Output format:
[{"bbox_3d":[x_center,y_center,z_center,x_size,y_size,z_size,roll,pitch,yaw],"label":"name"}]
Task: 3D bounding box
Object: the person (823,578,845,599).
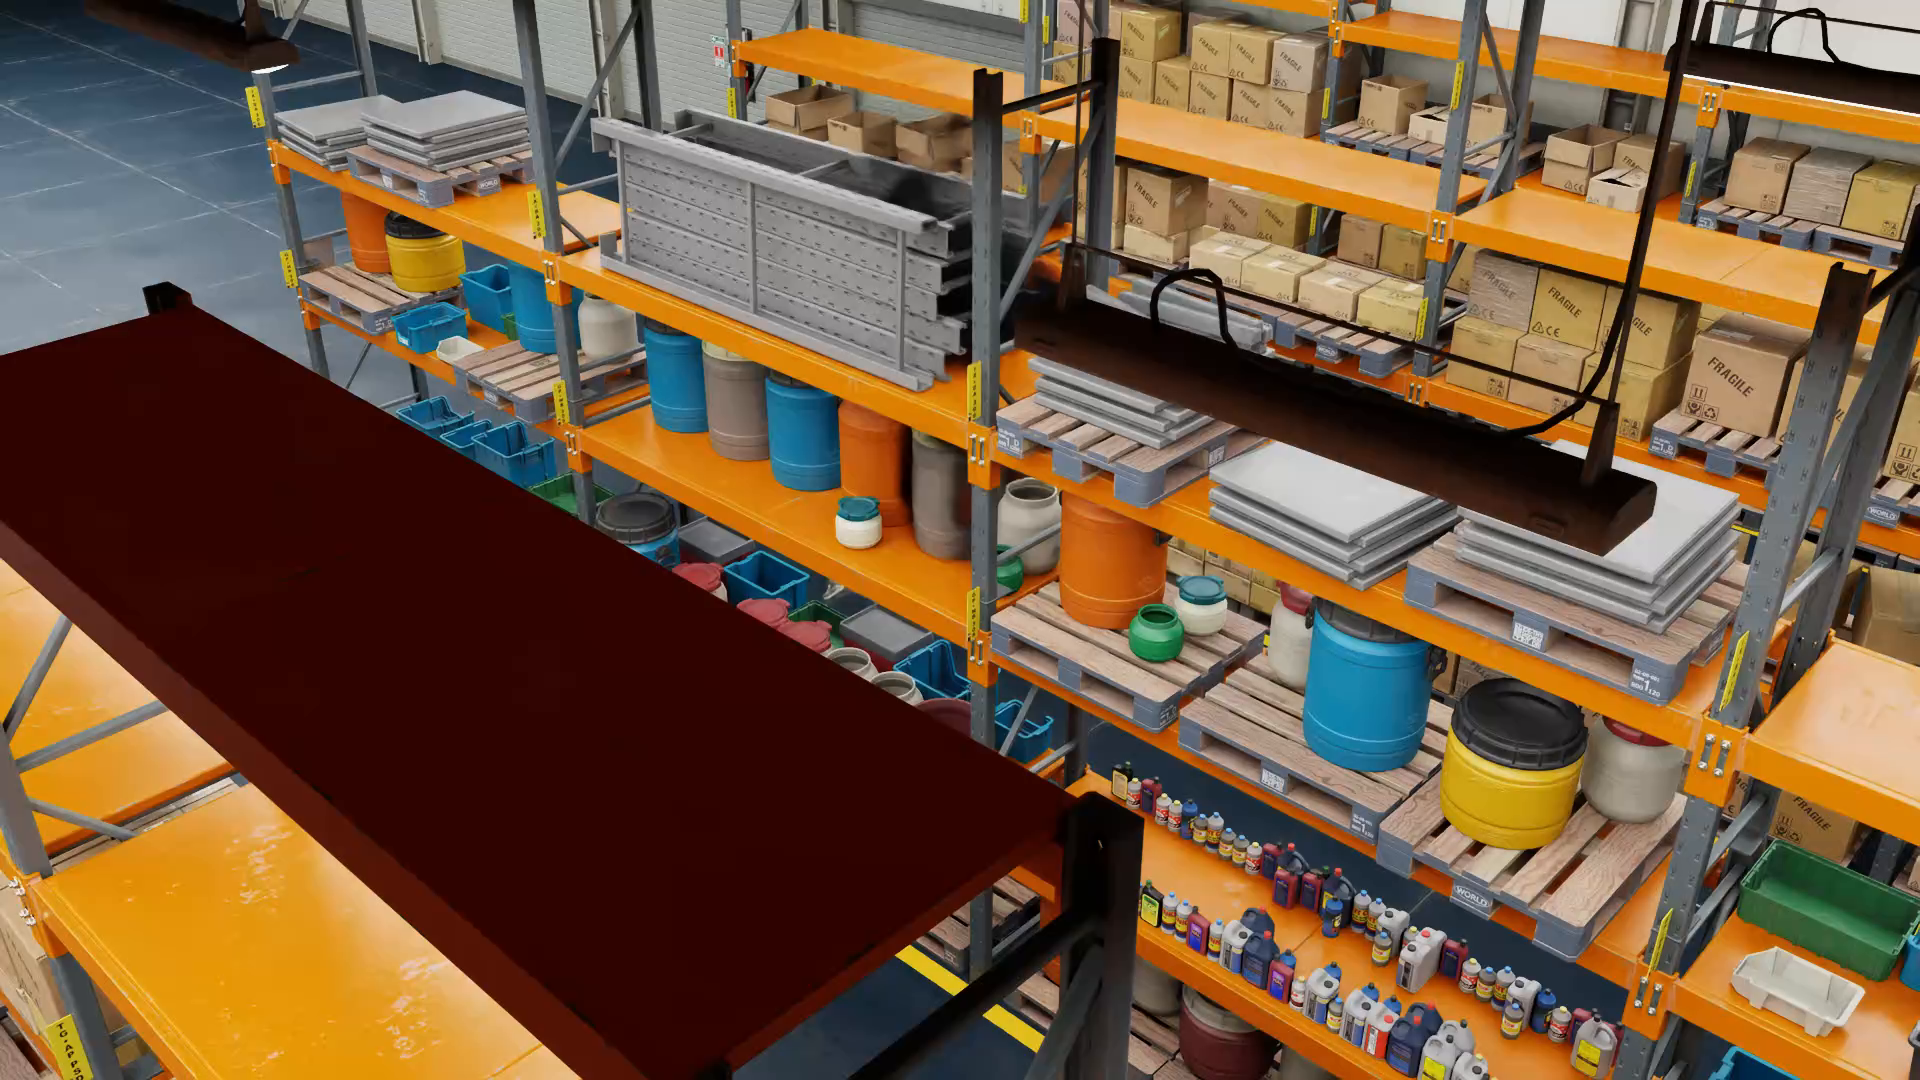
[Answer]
[{"bbox_3d":[-0.983,-0.180,14.623,0.704,1.641,0.524,17,33,27],"label":"person"}]
